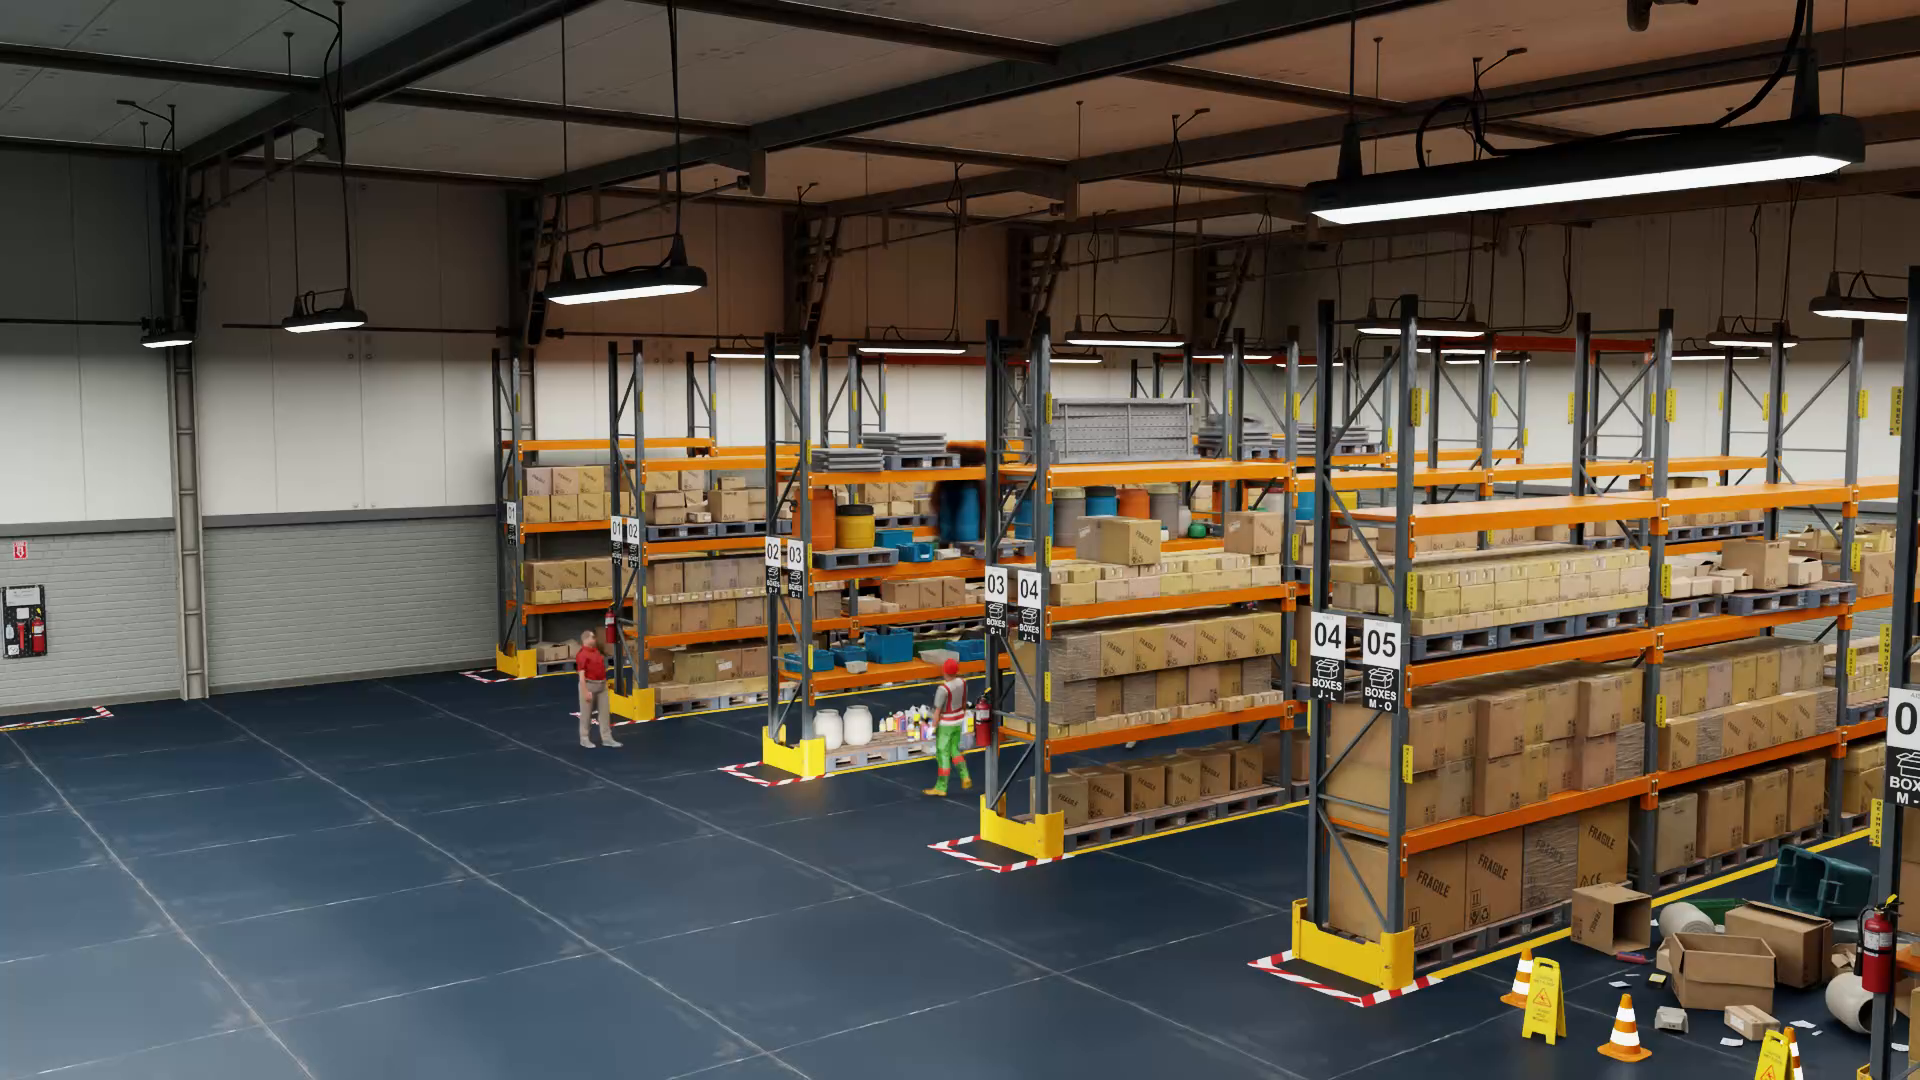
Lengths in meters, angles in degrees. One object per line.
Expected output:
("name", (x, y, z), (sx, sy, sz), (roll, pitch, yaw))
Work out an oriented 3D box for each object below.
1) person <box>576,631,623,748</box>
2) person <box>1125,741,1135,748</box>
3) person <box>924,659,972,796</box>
("person", (-5.307, 2.187, 24.263), (0.587, 1.722, 0.556), (4, 6, 36))
("person", (2.576, 2.234, 24.343), (0.468, 1.541, 0.680), (4, 6, 36))
("person", (-0.136, 2.381, 21.408), (0.493, 1.772, 0.663), (3, 6, 32))
